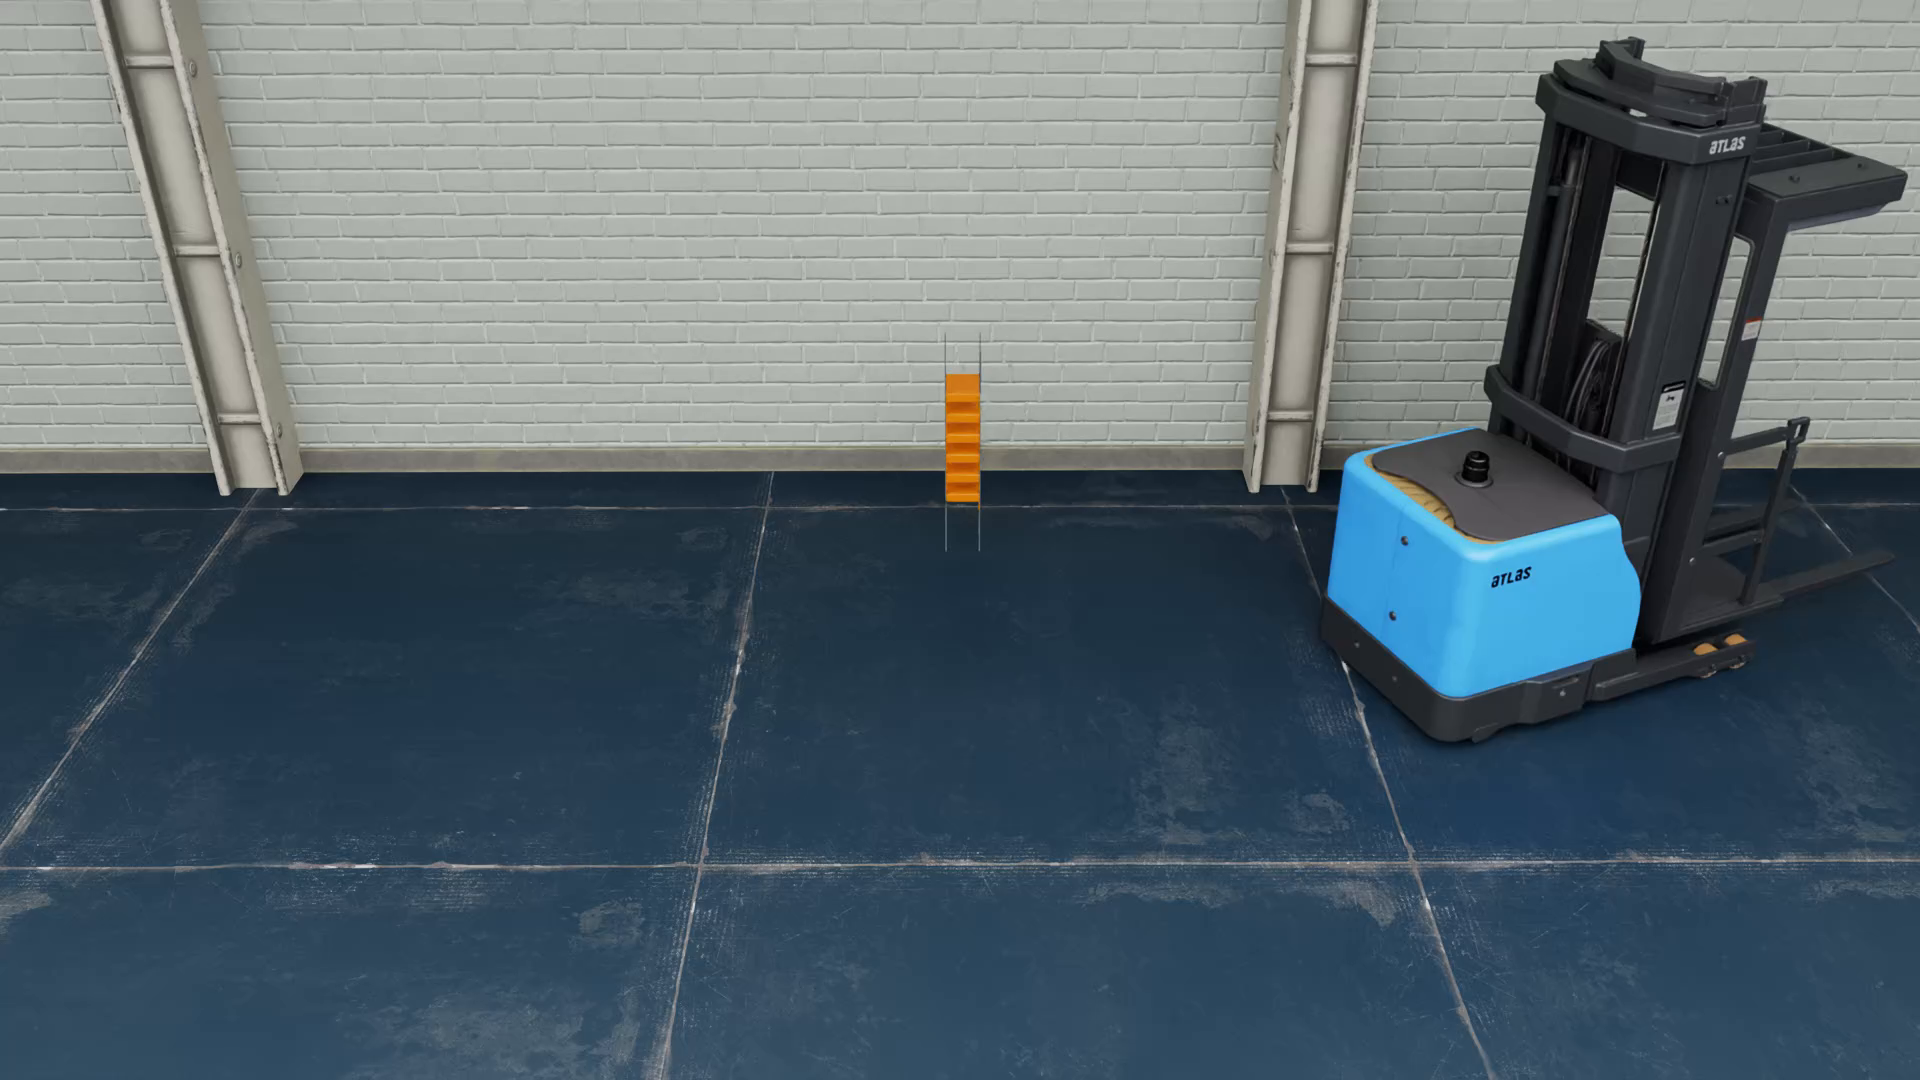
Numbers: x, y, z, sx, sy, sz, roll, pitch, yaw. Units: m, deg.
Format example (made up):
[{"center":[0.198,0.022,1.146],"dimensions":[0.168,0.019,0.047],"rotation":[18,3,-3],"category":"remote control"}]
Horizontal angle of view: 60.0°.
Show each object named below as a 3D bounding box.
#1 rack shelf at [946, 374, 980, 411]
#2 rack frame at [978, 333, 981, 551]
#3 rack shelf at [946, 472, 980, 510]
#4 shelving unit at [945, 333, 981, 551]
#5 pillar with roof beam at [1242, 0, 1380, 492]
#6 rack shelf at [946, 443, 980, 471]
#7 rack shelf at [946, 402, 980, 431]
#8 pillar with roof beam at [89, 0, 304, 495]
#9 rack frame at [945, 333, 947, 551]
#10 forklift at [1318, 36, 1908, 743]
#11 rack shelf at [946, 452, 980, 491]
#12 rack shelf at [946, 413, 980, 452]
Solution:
[{"center":[0.014,-0.783,8.775],"dimensions":[0.180,0.103,0.258],"rotation":[0,31,0],"category":"rack shelf"},{"center":[0.106,-0.513,8.939],"dimensions":[0.006,1.200,0.240],"rotation":[0,31,0],"category":"rack frame"},{"center":[0.014,-0.270,9.086],"dimensions":[0.180,0.103,0.258],"rotation":[0,31,0],"category":"rack shelf"},{"center":[0.014,-0.513,8.939],"dimensions":[0.189,1.200,0.258],"rotation":[0,31,0],"category":"shelving unit"},{"center":[1.915,-1.974,3.828],"dimensions":[0.400,9.000,9.100],"rotation":[0,31,0],"category":"pillar with roof beam"},{"center":[0.014,-0.475,8.962],"dimensions":[0.180,0.103,0.258],"rotation":[0,31,0],"category":"rack shelf"},{"center":[0.014,-0.680,8.837],"dimensions":[0.180,0.103,0.258],"rotation":[0,31,0],"category":"rack shelf"},{"center":[-4.085,-1.955,3.797],"dimensions":[0.400,9.000,9.100],"rotation":[0,31,0],"category":"pillar with roof beam"},{"center":[-0.077,-0.513,8.938],"dimensions":[0.006,1.200,0.240],"rotation":[0,31,0],"category":"rack frame"},{"center":[3.361,-0.817,7.771],"dimensions":[3.031,2.935,1.130],"rotation":[-13,34,-20],"category":"forklift"},{"center":[0.014,-0.372,9.024],"dimensions":[0.180,0.103,0.258],"rotation":[0,31,0],"category":"rack shelf"},{"center":[0.014,-0.578,8.900],"dimensions":[0.180,0.103,0.258],"rotation":[0,31,0],"category":"rack shelf"}]
